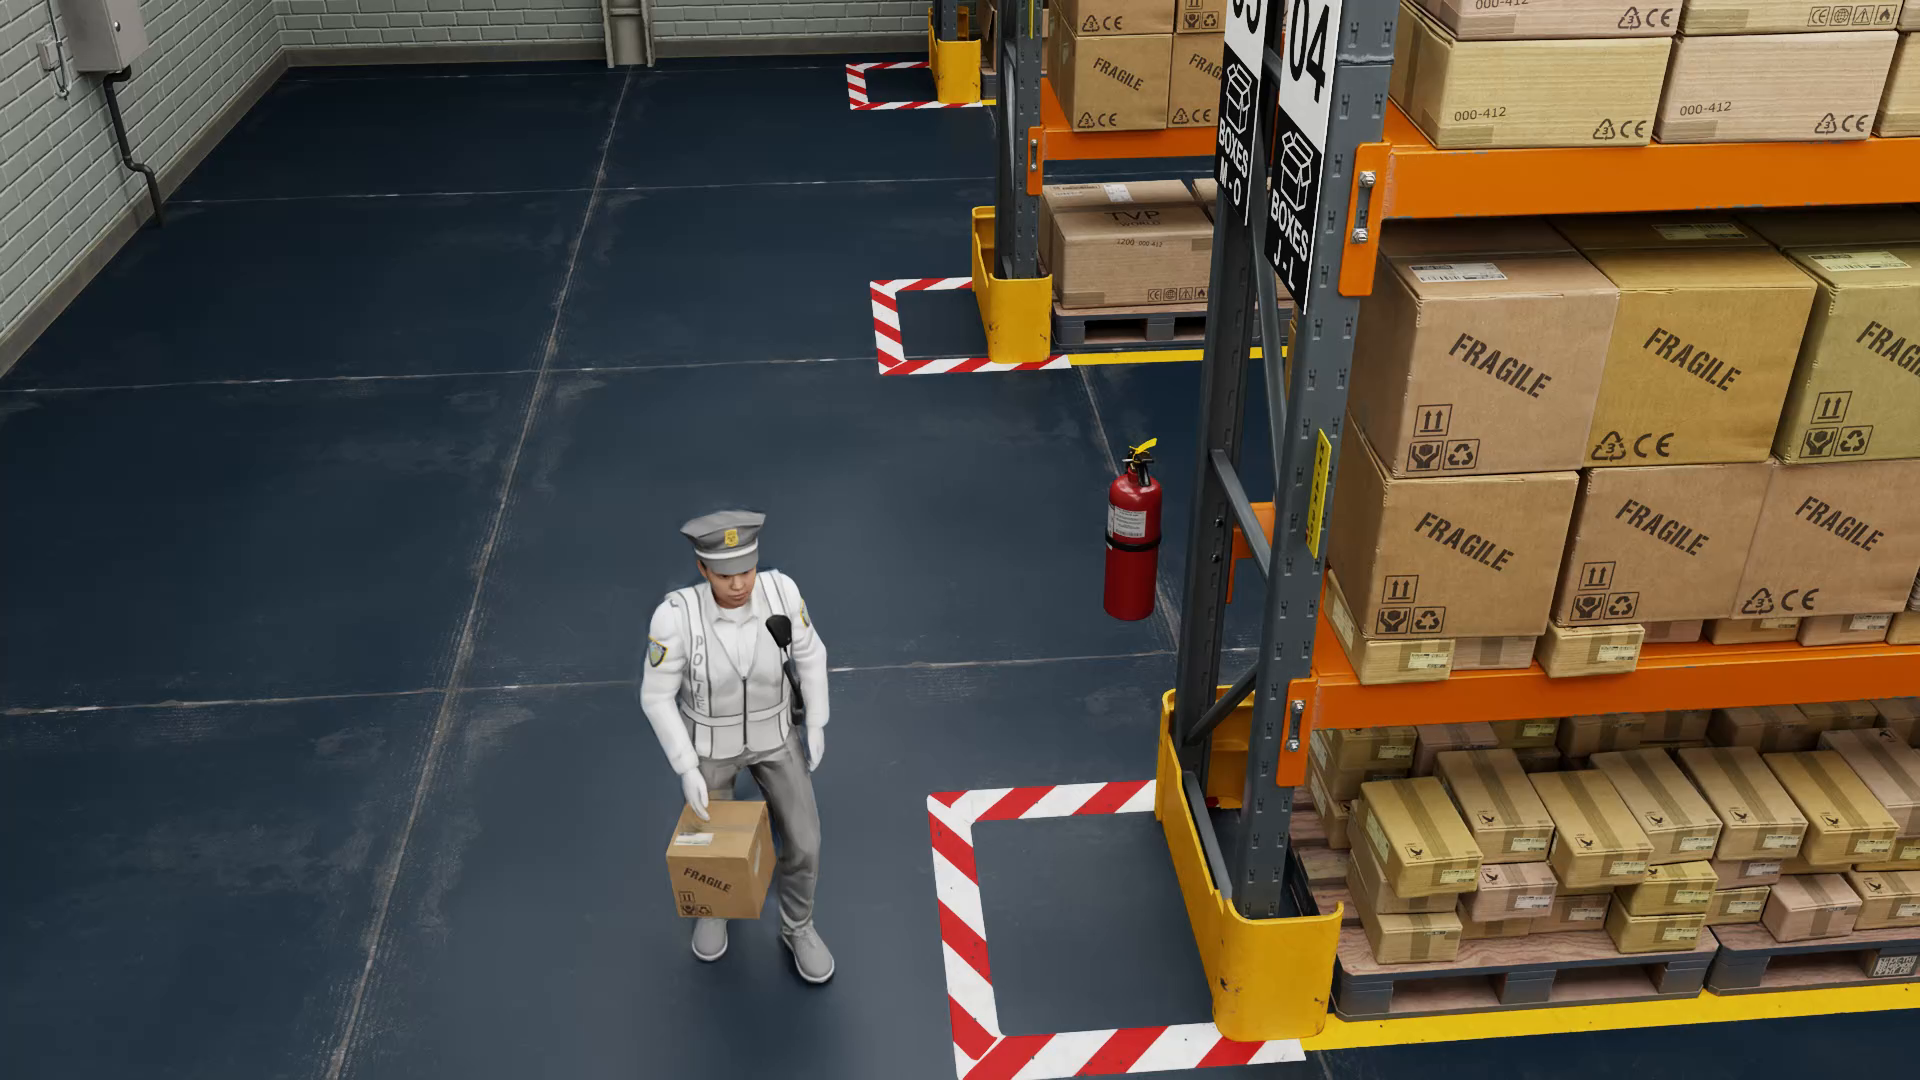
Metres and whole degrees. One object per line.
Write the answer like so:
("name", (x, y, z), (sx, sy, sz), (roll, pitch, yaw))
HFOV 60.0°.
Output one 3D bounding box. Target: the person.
("person", (-0.663, 0.631, 5.084), (0.583, 1.676, 0.496), (-10, 33, -16))
